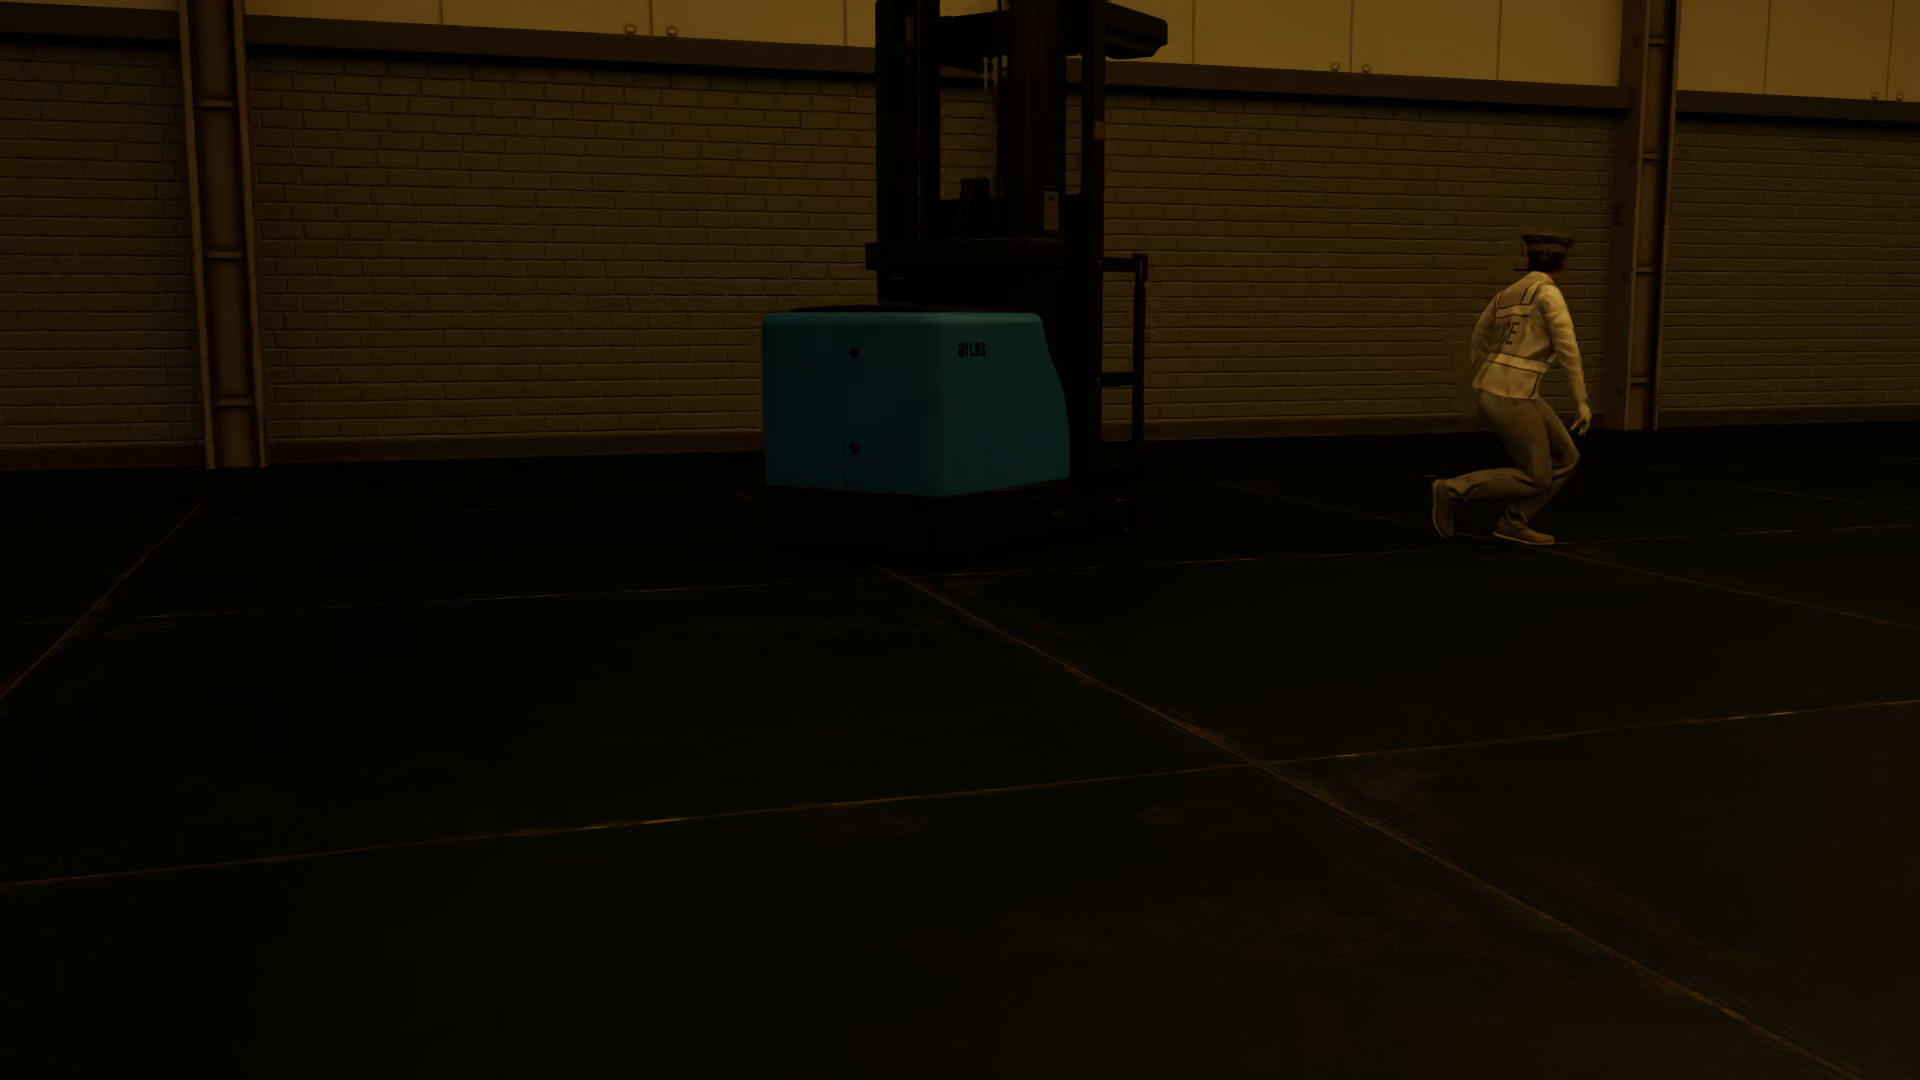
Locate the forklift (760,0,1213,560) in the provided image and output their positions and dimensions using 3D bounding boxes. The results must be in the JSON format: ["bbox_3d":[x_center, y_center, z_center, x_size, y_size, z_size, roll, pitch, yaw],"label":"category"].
[{"bbox_3d":[0.333,-1.525,8.261,1.130,2.935,3.031,5,9,33],"label":"forklift"}]

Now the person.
[{"bbox_3d":[2.542,-0.694,7.721,0.666,1.456,0.635,1,8,9],"label":"person"}]
